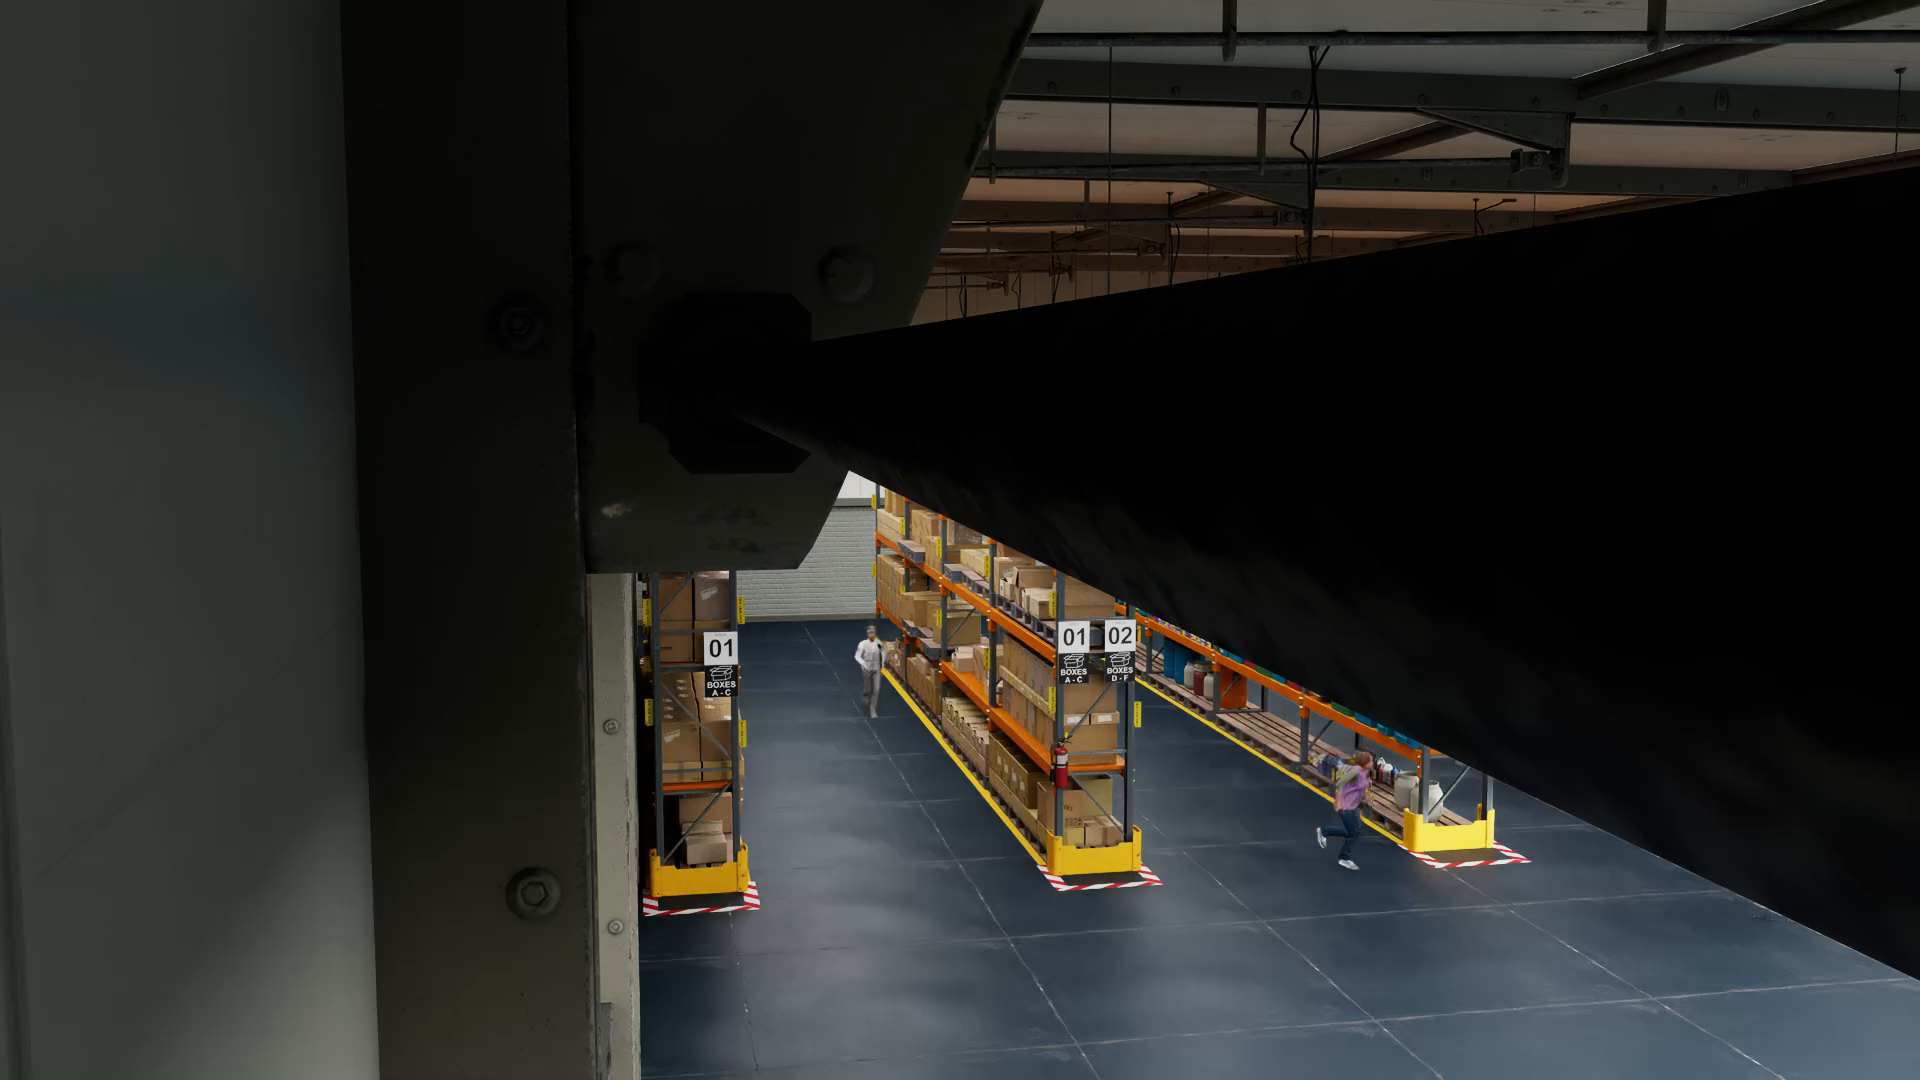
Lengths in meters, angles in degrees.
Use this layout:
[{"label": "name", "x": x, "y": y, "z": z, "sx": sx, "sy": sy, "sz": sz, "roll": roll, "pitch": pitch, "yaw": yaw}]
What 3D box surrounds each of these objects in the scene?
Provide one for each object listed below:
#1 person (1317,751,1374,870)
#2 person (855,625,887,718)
[{"label": "person", "x": 4.918, "y": 3.417, "z": 21.226, "sx": 0.723, "sy": 1.538, "sz": 0.533, "roll": 4, "pitch": 7, "yaw": 31}, {"label": "person", "x": -1.627, "y": 2.391, "z": 30.548, "sx": 0.627, "sy": 1.698, "sz": 0.761, "roll": -2, "pitch": 6, "yaw": -16}]
